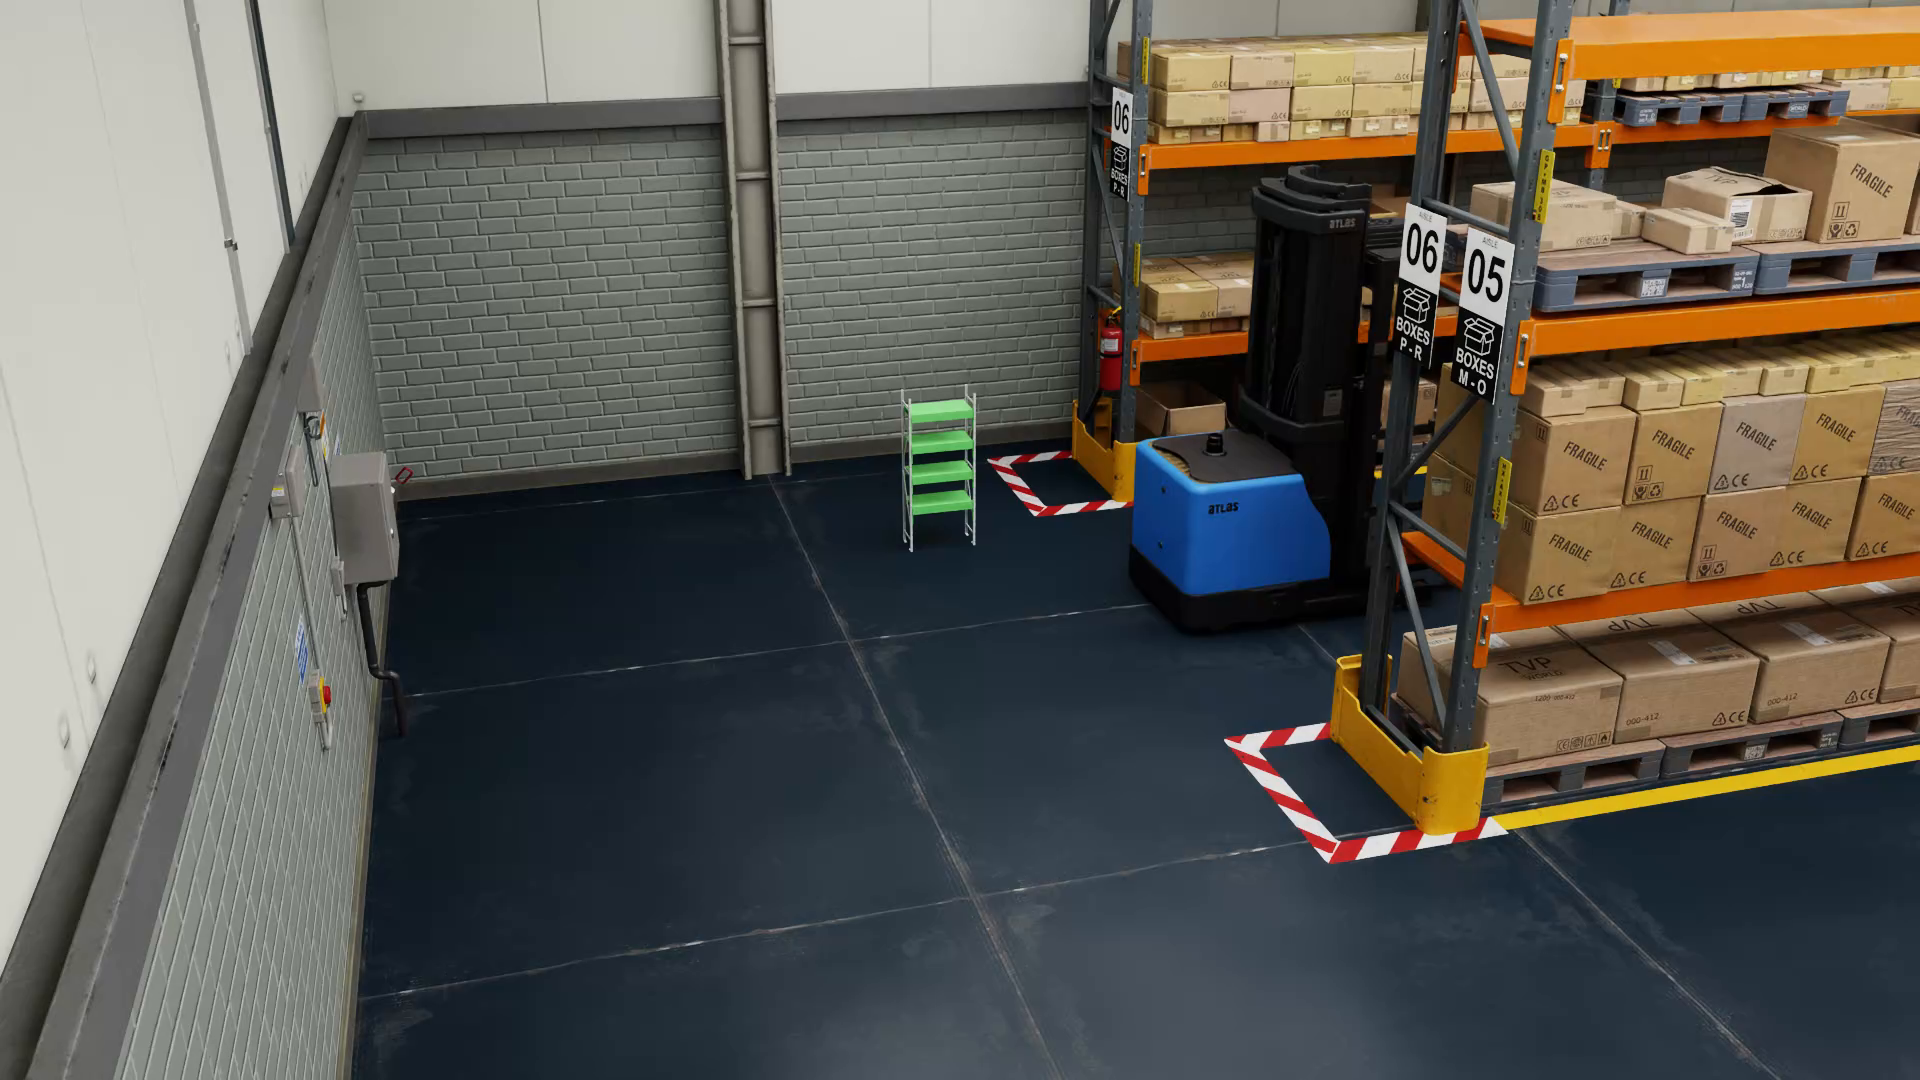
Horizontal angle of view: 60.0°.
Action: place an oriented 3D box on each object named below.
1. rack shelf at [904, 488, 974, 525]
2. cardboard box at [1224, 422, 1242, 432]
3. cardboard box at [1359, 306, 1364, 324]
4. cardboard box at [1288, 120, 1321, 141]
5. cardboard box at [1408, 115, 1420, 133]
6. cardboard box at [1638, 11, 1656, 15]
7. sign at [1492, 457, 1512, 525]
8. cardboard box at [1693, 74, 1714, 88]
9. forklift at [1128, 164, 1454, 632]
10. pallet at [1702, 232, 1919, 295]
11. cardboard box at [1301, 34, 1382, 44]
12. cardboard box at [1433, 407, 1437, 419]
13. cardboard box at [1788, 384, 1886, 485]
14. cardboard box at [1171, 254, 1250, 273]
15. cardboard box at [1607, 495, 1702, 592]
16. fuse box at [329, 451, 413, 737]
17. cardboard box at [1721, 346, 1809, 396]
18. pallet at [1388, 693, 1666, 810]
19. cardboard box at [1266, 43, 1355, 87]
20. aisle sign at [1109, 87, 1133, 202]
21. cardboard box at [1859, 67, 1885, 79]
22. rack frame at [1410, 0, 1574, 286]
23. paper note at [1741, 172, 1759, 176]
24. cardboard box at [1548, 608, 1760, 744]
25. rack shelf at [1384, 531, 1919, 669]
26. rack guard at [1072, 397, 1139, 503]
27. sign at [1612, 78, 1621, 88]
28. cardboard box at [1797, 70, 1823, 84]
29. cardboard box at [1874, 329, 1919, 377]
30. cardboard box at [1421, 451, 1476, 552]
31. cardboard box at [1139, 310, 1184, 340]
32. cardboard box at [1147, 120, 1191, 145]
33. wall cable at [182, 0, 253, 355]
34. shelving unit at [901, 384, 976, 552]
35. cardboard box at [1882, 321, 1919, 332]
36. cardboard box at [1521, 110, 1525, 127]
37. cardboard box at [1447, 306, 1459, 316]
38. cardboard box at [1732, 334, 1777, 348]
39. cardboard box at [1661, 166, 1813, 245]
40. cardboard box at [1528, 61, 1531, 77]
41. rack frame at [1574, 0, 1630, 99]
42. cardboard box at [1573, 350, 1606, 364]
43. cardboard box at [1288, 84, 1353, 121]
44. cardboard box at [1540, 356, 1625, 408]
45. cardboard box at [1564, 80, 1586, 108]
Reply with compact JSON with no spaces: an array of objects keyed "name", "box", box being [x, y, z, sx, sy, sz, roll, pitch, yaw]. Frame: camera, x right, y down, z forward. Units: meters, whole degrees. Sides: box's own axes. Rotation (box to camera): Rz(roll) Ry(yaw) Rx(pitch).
[{"name":"rack shelf","box":[-0.159,-0.254,12.522,0.480,0.148,0.258,-6,24,-14]},{"name":"cardboard box","box":[2.231,-0.848,13.934,0.250,0.149,0.380,-7,24,-16]},{"name":"cardboard box","box":[3.090,-1.875,13.564,0.250,0.149,0.380,-6,24,-13]},{"name":"cardboard box","box":[2.582,-3.191,12.827,0.250,0.149,0.380,-6,24,-15]},{"name":"cardboard box","box":[3.541,-3.323,13.134,0.250,0.149,0.380,-6,24,-14]},{"name":"cardboard box","box":[5.570,-4.260,13.756,0.258,0.266,0.396,-6,24,-14]},{"name":"sign","box":[2.686,-0.244,8.246,0.005,0.325,0.100,-6,24,-14]},{"name":"cardboard box","box":[5.920,-3.792,13.570,0.250,0.149,0.380,-6,24,-14]},{"name":"forklift","box":[2.785,-1.056,11.423,3.031,2.935,1.130,-7,24,-16]},{"name":"pallet","box":[4.430,-1.573,8.851,1.213,0.211,1.003,-6,24,-14]},{"name":"cardboard box","box":[3.033,-3.891,13.320,0.500,0.250,0.500,-6,24,-14]},{"name":"cardboard box","box":[4.248,-1.059,14.278,0.258,0.266,0.396,-5,24,-12]},{"name":"cardboard box","box":[4.550,-0.638,8.969,0.500,0.500,0.500,-6,24,-14]},{"name":"cardboard box","box":[2.065,-2.177,13.763,0.500,0.250,0.500,-6,24,-14]},{"name":"cardboard box","box":[3.561,-0.073,8.921,0.500,0.500,0.500,-7,24,-15]},{"name":"fuse box","box":[-3.308,0.368,9.654,0.414,1.711,0.539,-6,24,-14]},{"name":"cardboard box","box":[4.211,-0.890,8.732,0.250,0.149,0.380,-6,24,-14]},{"name":"pallet","box":[3.290,1.146,9.743,1.213,0.211,1.003,-6,24,-14]},{"name":"cardboard box","box":[2.667,-3.639,12.731,0.500,0.250,0.500,-7,24,-15]},{"name":"aisle sign","box":[1.211,-2.981,12.527,0.004,0.787,0.394,-6,24,-14]},{"name":"cardboard box","box":[7.628,-4.032,14.153,0.250,0.149,0.380,-6,24,-14]},{"name":"rack frame","box":[2.542,-2.778,7.742,0.127,3.000,1.000,-6,24,-14]},{"name":"paper note","box":[4.407,-2.039,9.286,0.123,0.032,0.006,-6,24,-14]},{"name":"cardboard box","box":[4.029,0.755,9.834,0.875,0.438,0.875,-6,24,-13]},{"name":"rack shelf","box":[4.467,0.097,9.563,4.000,0.370,1.077,-6,24,-14]},{"name":"rack guard","box":[1.270,-0.764,13.828,0.348,0.500,1.175,-6,24,-14]},{"name":"sign","box":[5.203,-3.742,13.137,0.005,0.325,0.100,-6,24,-14]},{"name":"cardboard box","box":[6.917,-3.887,13.791,0.250,0.149,0.380,-6,24,-13]},{"name":"cardboard box","box":[5.186,-1.013,9.020,0.250,0.149,0.380,-6,24,-15]},{"name":"cardboard box","box":[2.935,-0.219,9.259,0.500,0.500,0.500,-6,24,-14]},{"name":"cardboard box","box":[1.588,-1.720,13.204,0.250,0.149,0.380,-6,24,-15]},{"name":"cardboard box","box":[1.567,-3.114,12.647,0.250,0.149,0.380,-6,24,-13]},{"name":"wall cable","box":[-2.859,-2.065,6.081,0.029,3.000,0.463,-6,24,-14]},{"name":"shelving unit","box":[-0.159,-0.534,12.402,0.503,1.200,0.258,-6,24,-14]},{"name":"cardboard box","box":[5.286,-1.236,9.538,0.250,0.149,0.380,-6,24,-15]},{"name":"cardboard box","box":[4.546,-3.419,13.358,0.250,0.149,0.380,-6,24,-14]},{"name":"cardboard box","box":[4.061,-1.995,13.845,0.250,0.149,0.380,-6,24,-13]},{"name":"cardboard box","box":[4.305,-1.116,9.260,0.250,0.149,0.380,-6,24,-13]},{"name":"cardboard box","box":[3.996,-1.738,8.576,0.500,0.311,0.500,-6,24,-13]},{"name":"cardboard box","box":[4.628,-3.862,13.252,0.500,0.250,0.500,-6,24,-14]},{"name":"rack frame","box":[5.049,-5.088,13.126,0.127,3.000,1.000,-6,24,-14]},{"name":"cardboard box","box":[3.297,-1.034,9.069,0.250,0.149,0.380,-7,24,-15]},{"name":"cardboard box","box":[2.678,-3.407,12.824,0.500,0.250,0.500,-7,24,-16]},{"name":"cardboard box","box":[3.191,-0.812,8.551,0.250,0.149,0.380,-6,24,-13]},{"name":"cardboard box","box":[4.652,-3.631,13.347,0.500,0.250,0.500,-6,24,-14]}]
